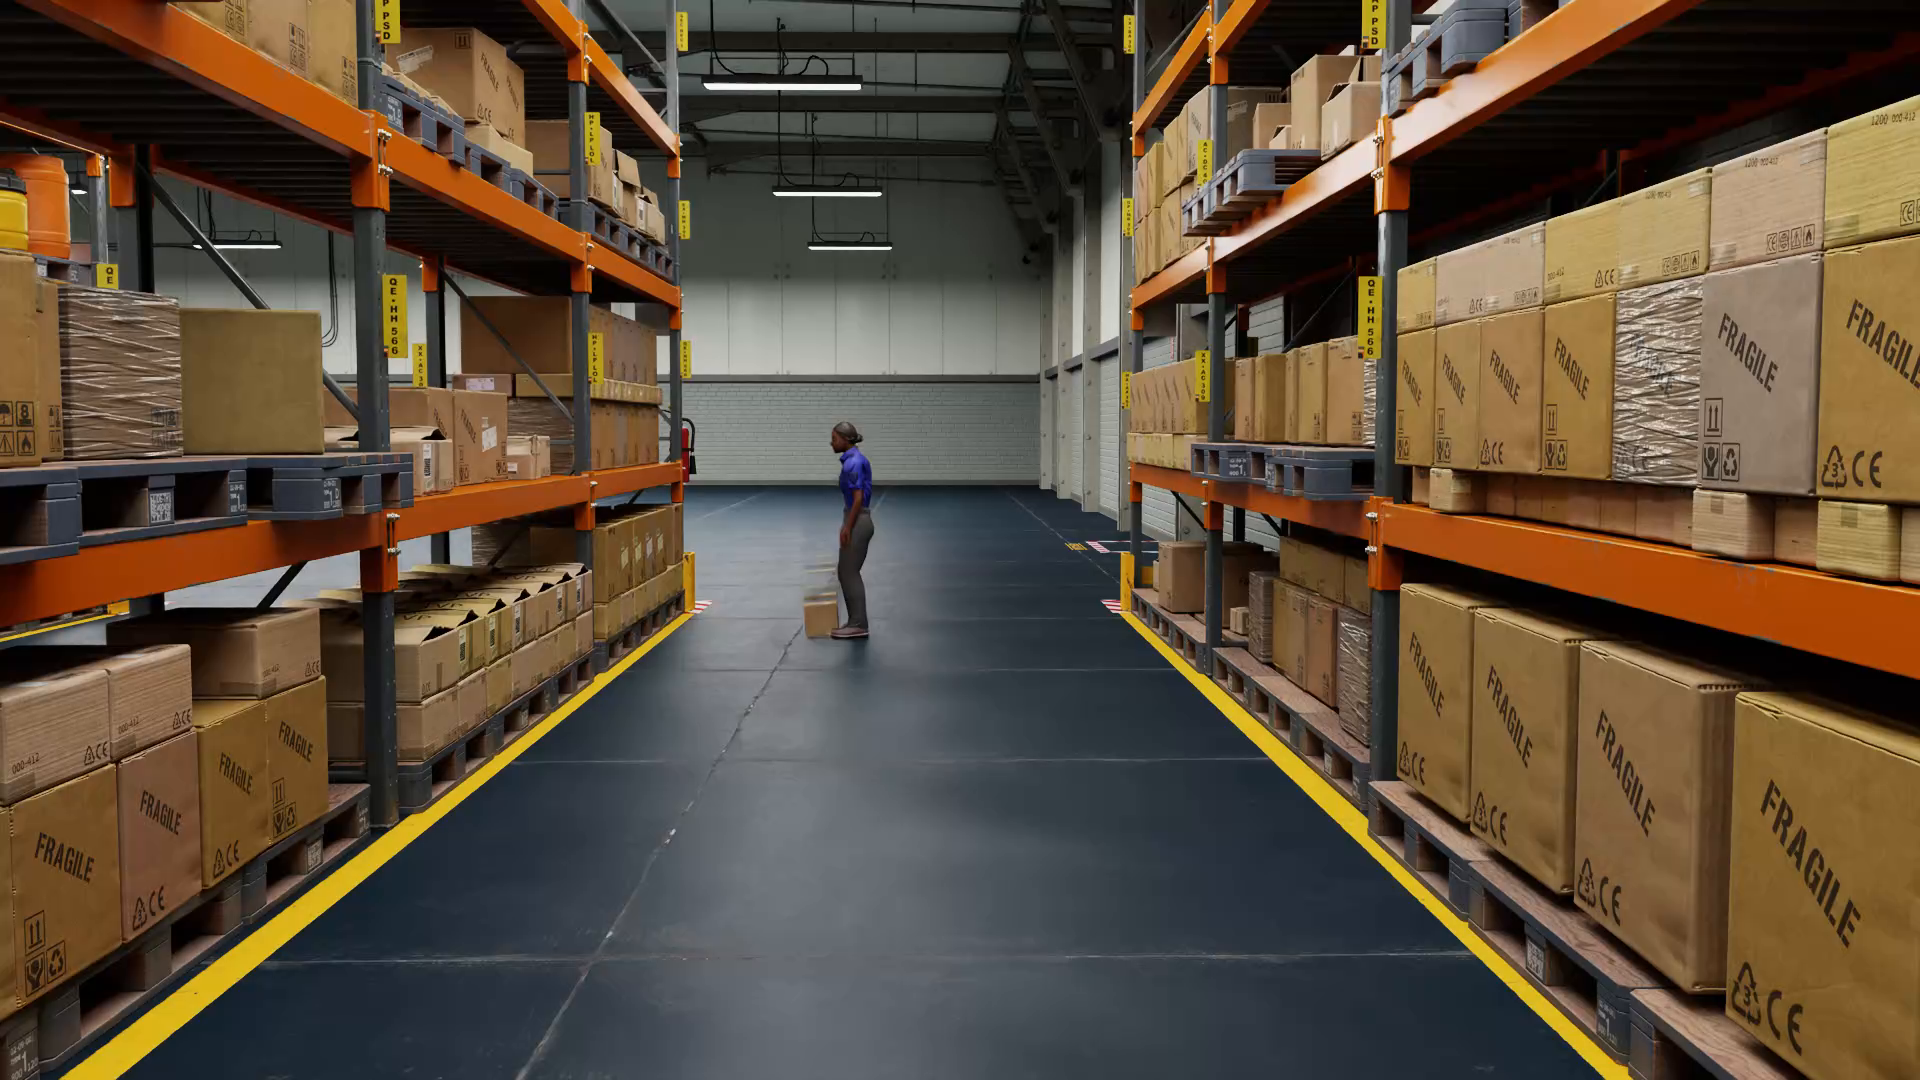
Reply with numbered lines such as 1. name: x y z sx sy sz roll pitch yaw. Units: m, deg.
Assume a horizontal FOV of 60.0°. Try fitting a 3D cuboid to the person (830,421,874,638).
1. person: -0.830 -0.086 12.796 0.343 1.656 0.503 0 4 -3
